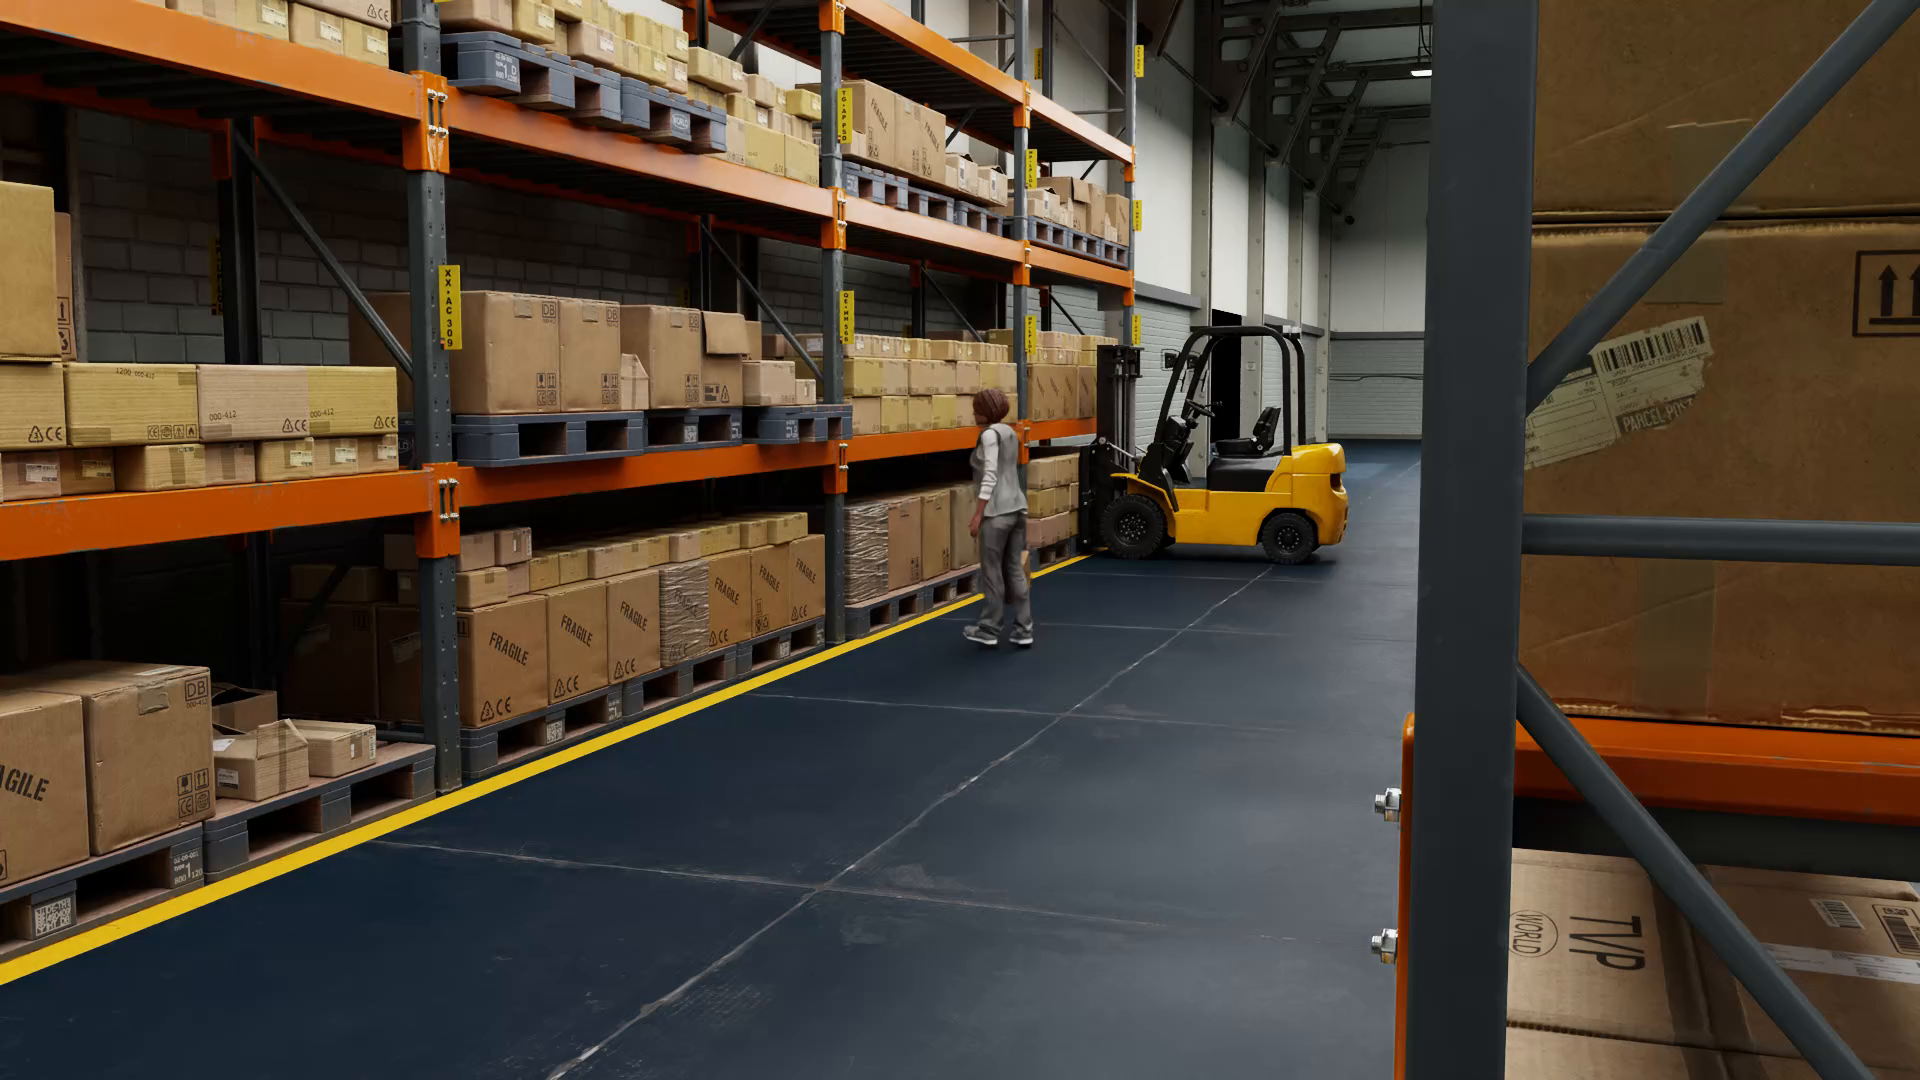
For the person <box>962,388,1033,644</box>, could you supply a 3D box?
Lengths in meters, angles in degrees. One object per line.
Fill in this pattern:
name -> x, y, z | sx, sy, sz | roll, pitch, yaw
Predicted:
person -> 0.215, -0.138, 10.264 | 0.462, 1.593, 0.487 | 2, 6, 25
